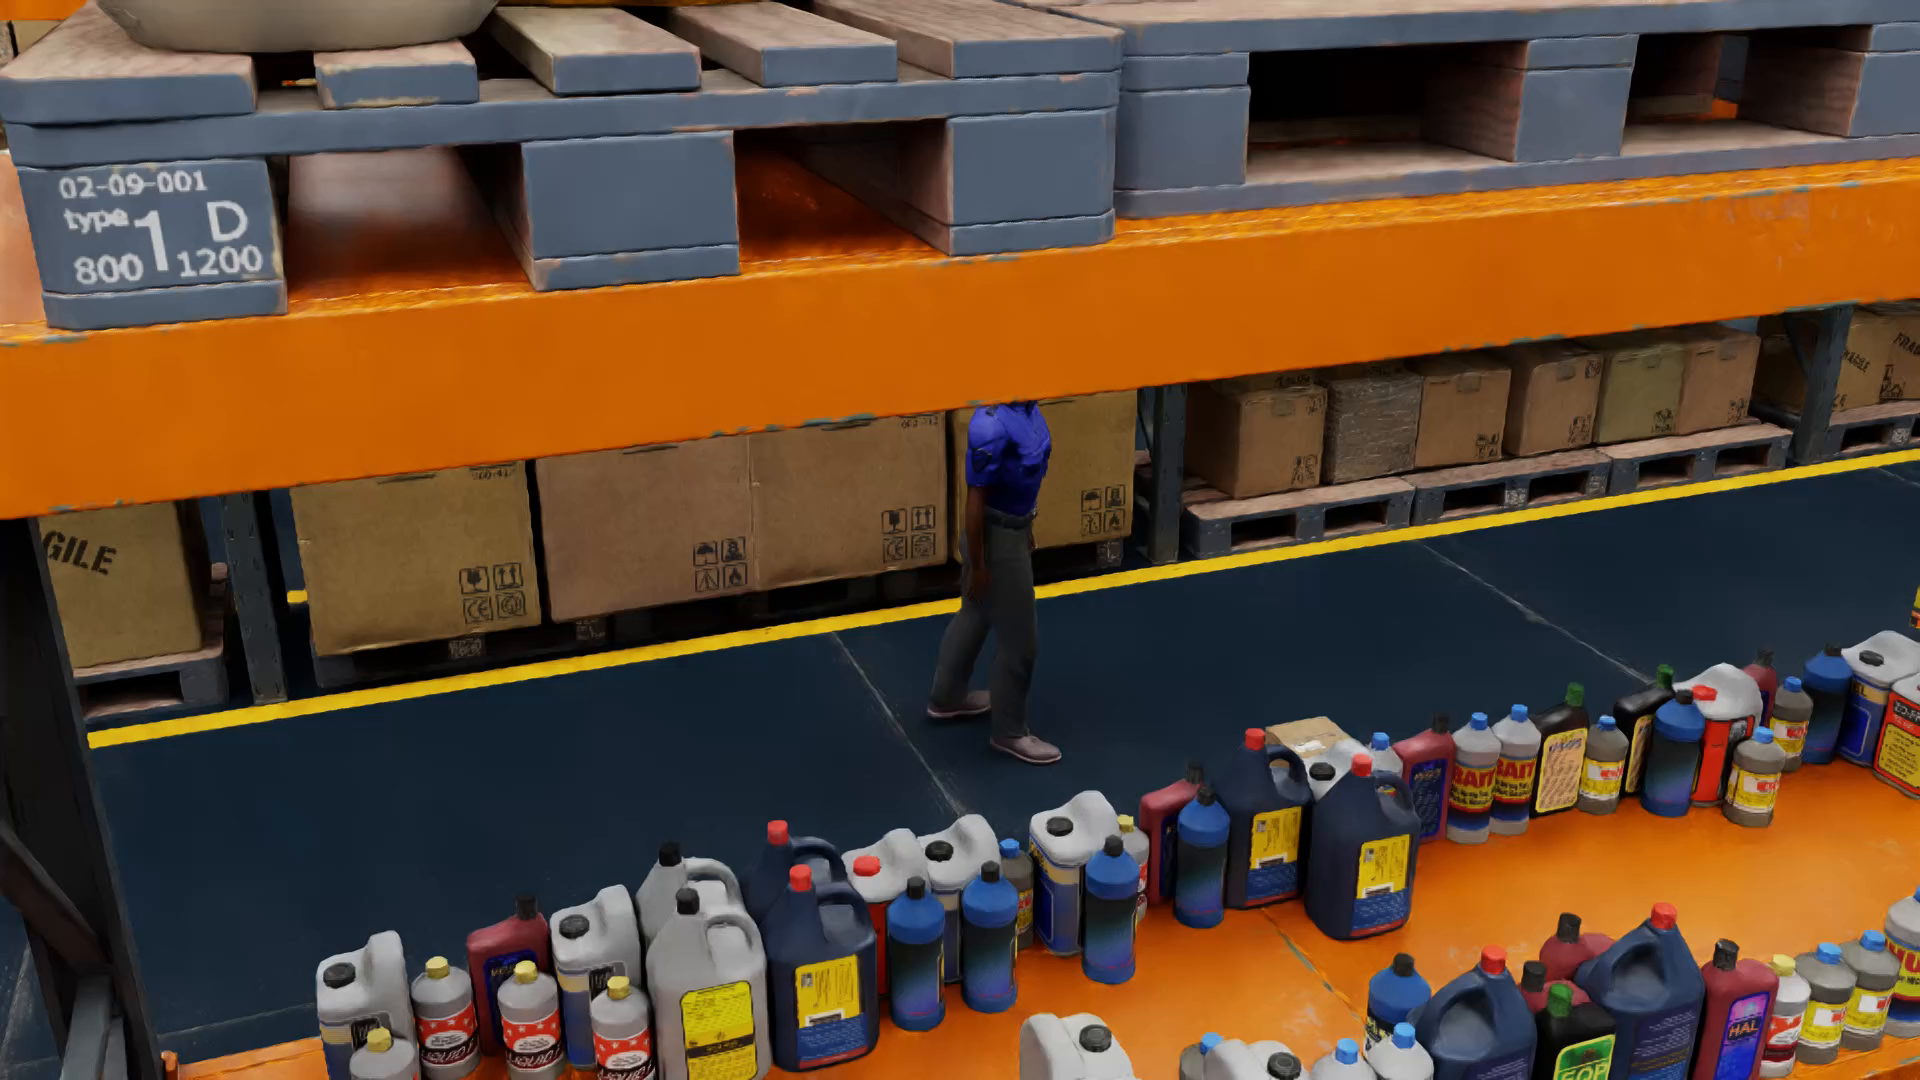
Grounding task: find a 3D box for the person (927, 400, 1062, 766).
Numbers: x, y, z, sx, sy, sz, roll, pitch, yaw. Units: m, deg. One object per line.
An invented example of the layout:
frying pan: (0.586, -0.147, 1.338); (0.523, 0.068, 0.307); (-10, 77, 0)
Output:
person: (0.131, 0.001, 6.099); (0.568, 1.651, 0.486); (5, 23, 12)
